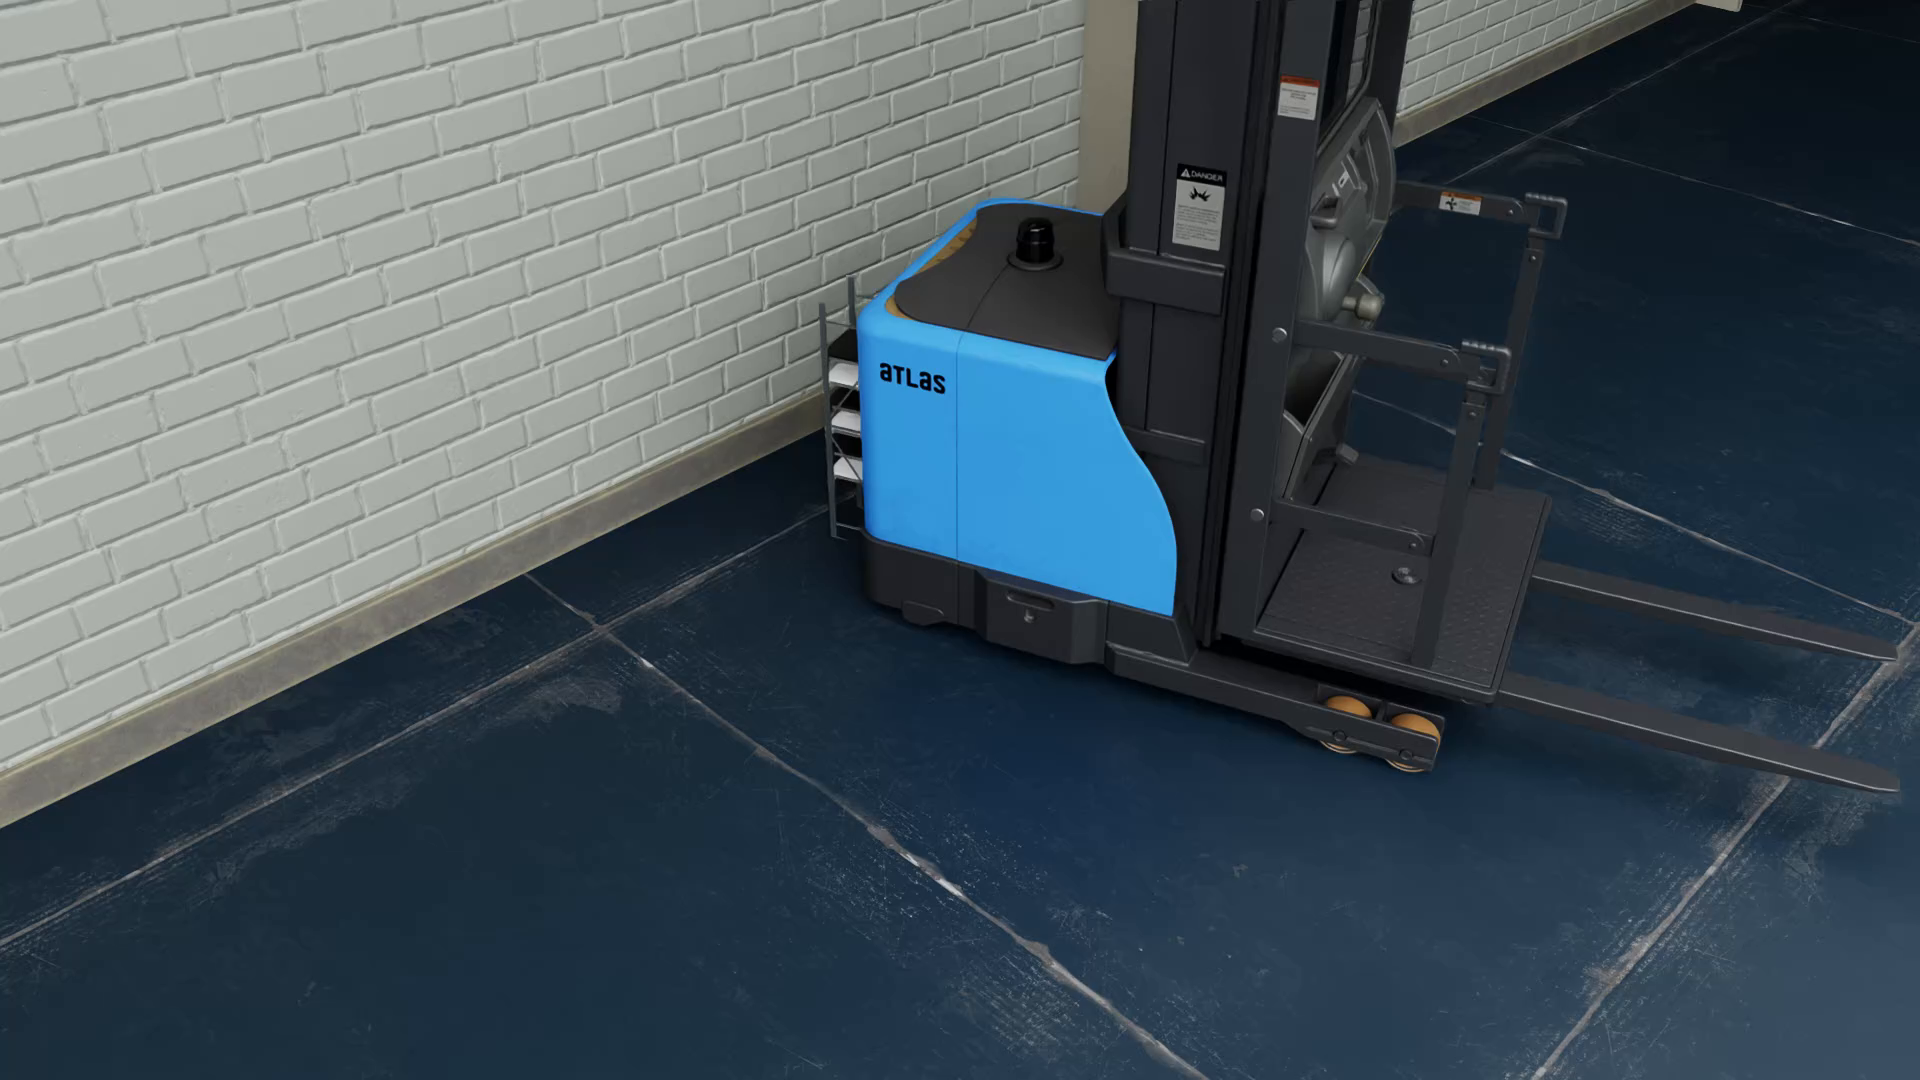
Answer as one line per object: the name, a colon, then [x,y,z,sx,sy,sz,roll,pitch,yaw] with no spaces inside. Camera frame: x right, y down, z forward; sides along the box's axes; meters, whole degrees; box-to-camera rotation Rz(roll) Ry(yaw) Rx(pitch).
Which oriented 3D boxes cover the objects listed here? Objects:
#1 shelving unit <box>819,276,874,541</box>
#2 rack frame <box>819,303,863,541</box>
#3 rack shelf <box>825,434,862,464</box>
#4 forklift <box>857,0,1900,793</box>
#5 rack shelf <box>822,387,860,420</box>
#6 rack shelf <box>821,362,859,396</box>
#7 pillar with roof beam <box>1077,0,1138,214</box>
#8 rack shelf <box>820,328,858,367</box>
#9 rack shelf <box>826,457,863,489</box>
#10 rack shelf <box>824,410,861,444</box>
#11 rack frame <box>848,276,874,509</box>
shelving unit: [-0.295,-0.406,5.545,0.258,0.900,0.210,14,37,19]
rack frame: [-0.335,-0.352,5.468,0.240,0.900,0.006,14,37,19]
rack shelf: [-0.295,-0.304,5.615,0.258,0.077,0.200,14,37,19]
forklift: [1.244,-0.881,4.451,3.031,2.935,1.130,14,37,20]
rack shelf: [-0.295,-0.452,5.512,0.258,0.077,0.200,14,37,19]
rack shelf: [-0.295,-0.526,5.461,0.258,0.077,0.200,14,37,19]
pillar with roof beam: [3.789,-3.016,2.208,9.100,9.000,0.400,30,45,35]
rack shelf: [-0.295,-0.600,5.409,0.258,0.077,0.200,14,37,19]
rack shelf: [-0.295,-0.231,5.667,0.258,0.077,0.200,14,37,19]
rack shelf: [-0.295,-0.378,5.564,0.258,0.077,0.200,14,37,19]
rack frame: [-0.254,-0.459,5.621,0.240,0.900,0.006,14,37,19]
